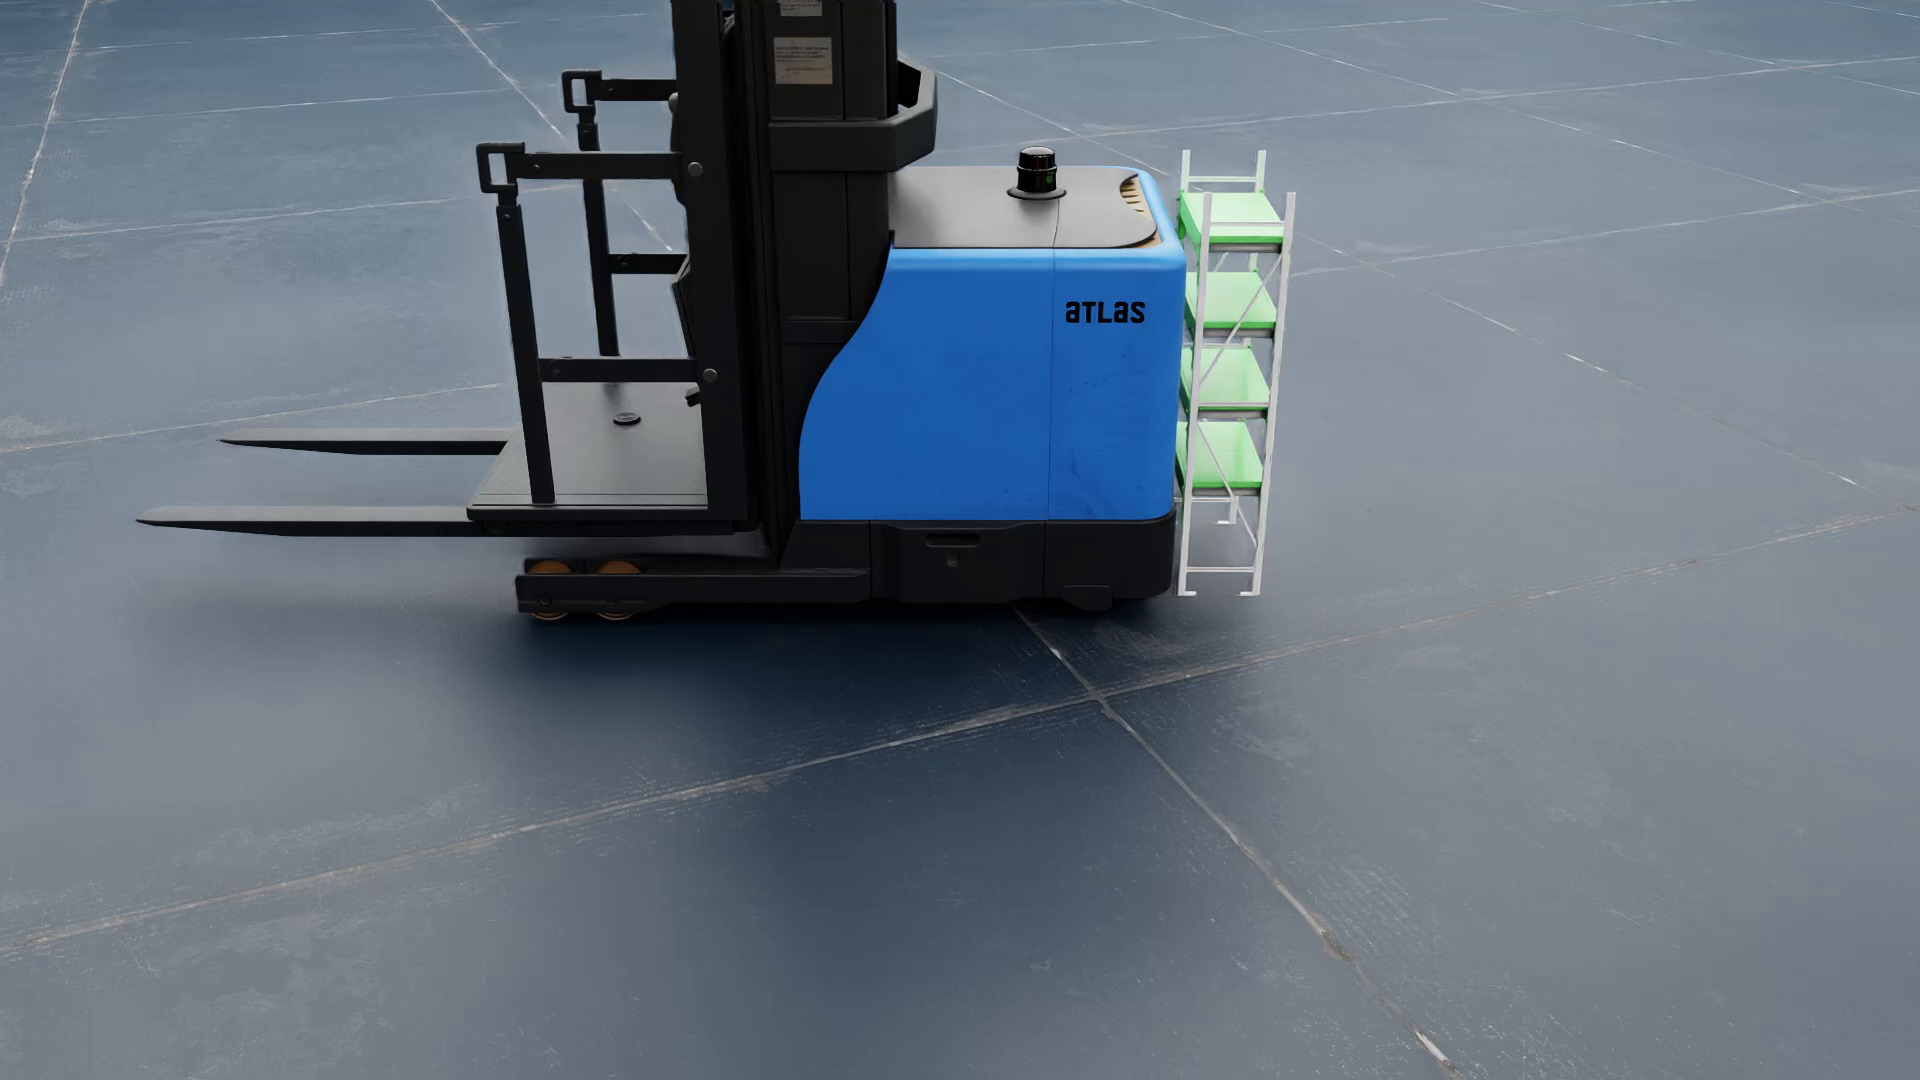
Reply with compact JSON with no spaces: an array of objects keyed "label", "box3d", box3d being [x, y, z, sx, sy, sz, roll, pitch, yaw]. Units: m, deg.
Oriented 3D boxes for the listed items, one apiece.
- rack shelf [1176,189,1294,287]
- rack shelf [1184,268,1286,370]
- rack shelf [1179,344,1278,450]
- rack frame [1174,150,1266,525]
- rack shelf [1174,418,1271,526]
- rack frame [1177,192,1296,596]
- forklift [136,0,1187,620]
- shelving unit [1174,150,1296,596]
[{"label":"rack shelf","box3d":[0.766,-0.858,4.692,0.258,0.148,0.480,0,26,0]},{"label":"rack shelf","box3d":[0.766,-0.643,4.797,0.258,0.148,0.480,0,26,0]},{"label":"rack shelf","box3d":[0.766,-0.427,4.902,0.258,0.148,0.480,0,26,0]},{"label":"rack frame","box3d":[0.767,-0.592,5.093,0.240,1.200,0.015,0,26,0]},{"label":"rack shelf","box3d":[0.765,-0.211,5.008,0.258,0.148,0.480,0,26,0]},{"label":"rack frame","box3d":[0.765,-0.377,4.655,0.240,1.200,0.015,0,26,0]},{"label":"forklift","box3d":[-0.897,-1.319,4.610,3.031,2.935,1.130,0,26,0]},{"label":"shelving unit","box3d":[0.766,-0.484,4.874,0.258,1.200,0.503,0,26,0]}]
